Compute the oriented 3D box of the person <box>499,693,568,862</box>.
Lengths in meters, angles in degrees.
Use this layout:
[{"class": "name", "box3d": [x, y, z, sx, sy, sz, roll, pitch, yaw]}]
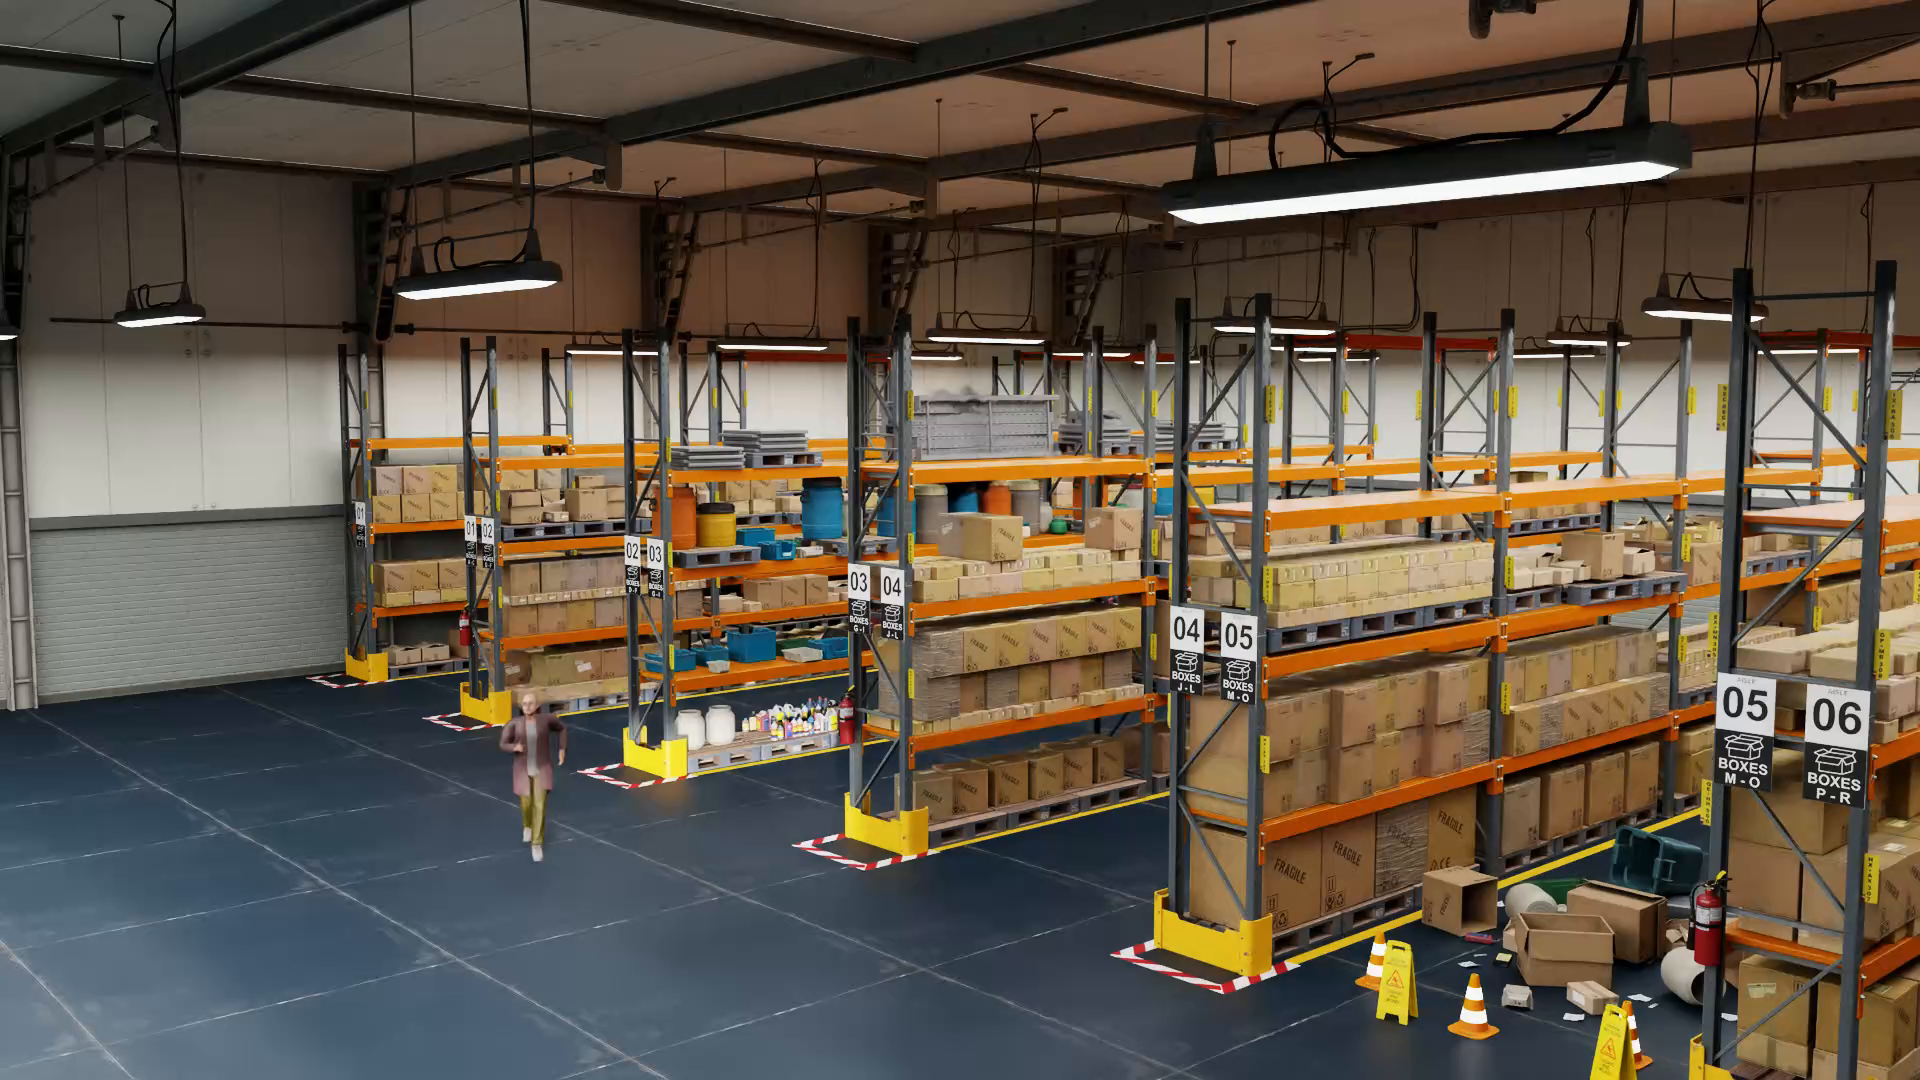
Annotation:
[{"class": "person", "box3d": [-4.771, 2.596, 18.589, 0.731, 1.758, 1.115, -1, 5, -7]}]
